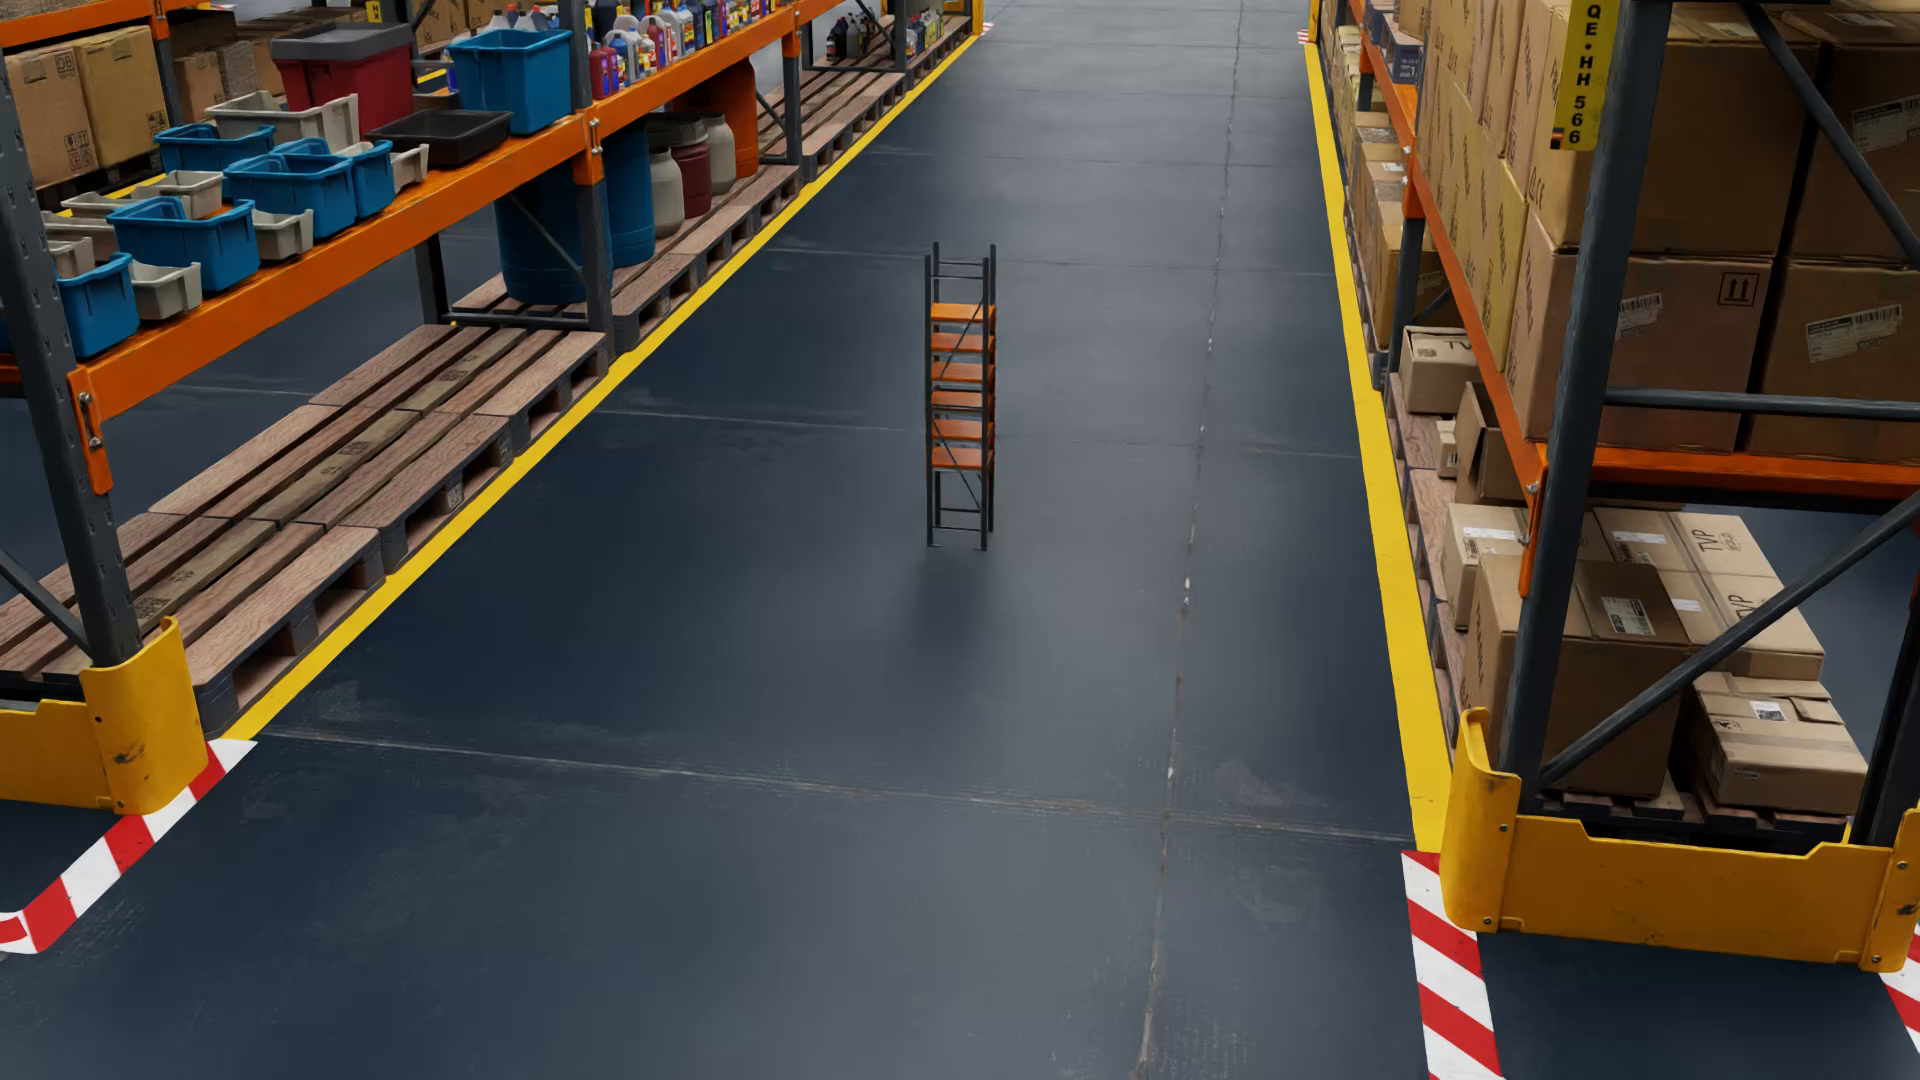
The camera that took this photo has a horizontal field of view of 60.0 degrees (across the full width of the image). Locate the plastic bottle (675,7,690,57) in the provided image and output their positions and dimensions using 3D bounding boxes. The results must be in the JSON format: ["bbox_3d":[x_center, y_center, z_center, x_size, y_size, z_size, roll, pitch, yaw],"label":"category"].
[{"bbox_3d":[-1.630,-2.963,9.694,0.097,0.271,0.097,0,25,0],"label":"plastic bottle"}]

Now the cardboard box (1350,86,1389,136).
[{"bbox_3d":[3.065,-3.086,11.892,0.500,0.311,0.500,5,25,10],"label":"cardboard box"}]

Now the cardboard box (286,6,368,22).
[{"bbox_3d":[-6.018,-4.824,15.948,0.700,0.500,0.500,2,25,4],"label":"cardboard box"}]

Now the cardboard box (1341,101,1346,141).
[{"bbox_3d":[3.234,-3.259,12.923,0.500,0.250,0.500,5,25,10],"label":"cardboard box"}]

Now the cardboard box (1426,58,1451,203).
[{"bbox_3d":[2.136,-1.615,6.544,0.500,0.500,0.500,4,25,9],"label":"cardboard box"}]

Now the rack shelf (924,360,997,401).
[{"bbox_3d":[0.002,-0.618,6.477,0.258,0.103,0.180,4,25,9],"label":"rack shelf"}]

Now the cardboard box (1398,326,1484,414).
[{"bbox_3d":[2.287,-0.799,7.572,0.500,0.311,0.500,4,25,9],"label":"cardboard box"}]

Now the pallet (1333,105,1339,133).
[{"bbox_3d":[3.794,-3.751,14.514,1.003,0.211,1.213,4,25,9],"label":"pallet"}]

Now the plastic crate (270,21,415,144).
[{"bbox_3d":[-2.711,-2.023,7.388,0.402,0.464,0.583,4,25,9],"label":"plastic crate"}]

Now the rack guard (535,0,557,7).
[{"bbox_3d":[-5.255,-6.521,20.092,1.175,0.500,0.348,4,25,9],"label":"rack guard"}]

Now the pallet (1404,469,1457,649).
[{"bbox_3d":[2.259,0.083,6.323,1.003,0.211,1.213,4,25,9],"label":"pallet"}]

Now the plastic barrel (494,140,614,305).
[{"bbox_3d":[-2.211,-1.789,9.014,0.600,0.901,0.708,4,25,9],"label":"plastic barrel"}]

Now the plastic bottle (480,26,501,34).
[{"bbox_3d":[-2.512,-2.607,8.928,0.152,0.276,0.135,4,25,9],"label":"plastic bottle"}]

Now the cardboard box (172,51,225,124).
[{"bbox_3d":[-6.460,-3.688,13.520,0.700,0.500,0.500,3,25,6],"label":"cardboard box"}]

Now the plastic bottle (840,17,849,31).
[{"bbox_3d":[-1.157,-5.038,16.581,0.144,0.351,0.185,3,25,6],"label":"plastic bottle"}]

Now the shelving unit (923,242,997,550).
[{"bbox_3d":[0.002,-0.549,6.509,0.258,1.200,0.189,4,25,9],"label":"shelving unit"}]

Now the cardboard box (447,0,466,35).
[{"bbox_3d":[-5.681,-5.740,17.928,0.500,0.500,0.500,2,25,4],"label":"cardboard box"}]

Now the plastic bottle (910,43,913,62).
[{"bbox_3d":[-0.509,-4.746,16.134,0.097,0.201,0.097,0,25,0],"label":"plastic bottle"}]

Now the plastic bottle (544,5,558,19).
[{"bbox_3d":[-2.370,-2.971,9.706,0.152,0.276,0.135,4,25,9],"label":"plastic bottle"}]

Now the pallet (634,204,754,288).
[{"bbox_3d":[-1.953,-1.892,10.543,1.003,0.211,1.213,4,25,9],"label":"pallet"}]

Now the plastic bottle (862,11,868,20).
[{"bbox_3d":[-1.016,-5.426,17.502,0.097,0.271,0.097,0,25,0],"label":"plastic bottle"}]

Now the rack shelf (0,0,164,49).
[{"bbox_3d":[-6.877,-3.177,10.848,1.077,0.370,4.000,4,25,9],"label":"rack shelf"}]

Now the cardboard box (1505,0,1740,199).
[{"bbox_3d":[1.798,-1.220,4.521,0.500,0.500,0.500,5,25,10],"label":"cardboard box"}]

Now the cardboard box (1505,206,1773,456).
[{"bbox_3d":[1.720,-0.557,4.284,0.500,0.500,0.500,5,26,10],"label":"cardboard box"}]

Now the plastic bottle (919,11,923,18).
[{"bbox_3d":[-0.397,-5.416,17.468,0.061,0.283,0.133,4,25,9],"label":"plastic bottle"}]

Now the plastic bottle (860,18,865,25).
[{"bbox_3d":[-0.999,-5.146,16.892,0.061,0.283,0.133,4,25,9],"label":"plastic bottle"}]

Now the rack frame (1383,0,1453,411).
[{"bbox_3d":[2.569,-1.978,7.439,1.000,3.000,0.127,4,25,9],"label":"rack frame"}]

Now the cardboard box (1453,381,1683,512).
[{"bbox_3d":[2.267,-0.261,6.195,0.797,0.503,0.637,4,25,9],"label":"cardboard box"}]

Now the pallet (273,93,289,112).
[{"bbox_3d":[-6.219,-3.912,14.858,1.003,0.211,1.213,4,25,9],"label":"pallet"}]

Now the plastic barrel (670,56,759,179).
[{"bbox_3d":[-1.727,-2.998,11.681,0.600,0.830,0.708,4,25,9],"label":"plastic barrel"}]

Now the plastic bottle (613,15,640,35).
[{"bbox_3d":[-1.864,-2.832,9.408,0.152,0.276,0.135,4,25,9],"label":"plastic bottle"}]

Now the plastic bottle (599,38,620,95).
[{"bbox_3d":[-1.815,-2.450,8.583,0.061,0.283,0.133,4,25,9],"label":"plastic bottle"}]

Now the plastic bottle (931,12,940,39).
[{"bbox_3d":[-0.292,-5.406,17.454,0.152,0.276,0.135,4,25,9],"label":"plastic bottle"}]

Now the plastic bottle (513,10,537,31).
[{"bbox_3d":[-2.348,-2.698,9.034,0.144,0.351,0.185,4,25,9],"label":"plastic bottle"}]

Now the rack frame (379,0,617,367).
[{"bbox_3d":[-2.317,-2.323,8.175,1.000,3.000,0.127,4,25,9],"label":"rack frame"}]

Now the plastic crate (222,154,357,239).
[{"bbox_3d":[-2.391,-1.233,5.972,0.416,0.233,0.300,4,25,9],"label":"plastic crate"}]

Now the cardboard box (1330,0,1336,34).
[{"bbox_3d":[3.908,-5.236,16.261,0.500,0.500,0.500,4,25,9],"label":"cardboard box"}]

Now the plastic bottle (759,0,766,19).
[{"bbox_3d":[-1.346,-3.648,11.143,0.061,0.283,0.133,4,25,9],"label":"plastic bottle"}]

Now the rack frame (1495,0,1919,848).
[{"bbox_3d":[1.915,-0.306,3.864,1.000,3.000,0.127,4,25,9],"label":"rack frame"}]

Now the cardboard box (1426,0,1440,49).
[{"bbox_3d":[2.214,-2.299,6.826,0.500,0.500,0.500,5,25,10],"label":"cardboard box"}]

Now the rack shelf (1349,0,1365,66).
[{"bbox_3d":[3.550,-4.162,12.952,1.077,0.370,4.000,4,25,9],"label":"rack shelf"}]

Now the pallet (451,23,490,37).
[{"bbox_3d":[-5.624,-5.544,18.346,1.003,0.211,1.213,4,25,9],"label":"pallet"}]

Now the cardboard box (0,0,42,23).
[{"bbox_3d":[-6.555,-3.736,11.074,0.500,0.500,0.500,3,25,7],"label":"cardboard box"}]

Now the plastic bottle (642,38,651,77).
[{"bbox_3d":[-1.744,-2.641,9.088,0.097,0.201,0.097,0,25,0],"label":"plastic bottle"}]

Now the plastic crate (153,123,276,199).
[{"bbox_3d":[-2.888,-1.478,6.497,0.416,0.233,0.300,4,25,9],"label":"plastic crate"}]

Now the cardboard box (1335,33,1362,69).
[{"bbox_3d":[3.476,-4.159,14.183,0.500,0.311,0.500,4,25,8],"label":"cardboard box"}]

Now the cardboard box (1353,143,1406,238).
[{"bbox_3d":[2.699,-2.119,10.169,0.500,0.500,0.500,4,25,8],"label":"cardboard box"}]

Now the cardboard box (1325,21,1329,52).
[{"bbox_3d":[3.976,-5.106,16.868,0.500,0.250,0.500,4,25,9],"label":"cardboard box"}]

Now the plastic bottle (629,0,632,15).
[{"bbox_3d":[-2.196,-3.538,10.909,0.061,0.283,0.133,4,25,9],"label":"plastic bottle"}]

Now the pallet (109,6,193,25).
[{"bbox_3d":[-10.173,-6.468,20.320,1.003,0.211,1.213,4,25,9],"label":"pallet"}]

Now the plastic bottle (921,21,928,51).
[{"bbox_3d":[-0.370,-5.092,16.776,0.061,0.283,0.133,5,26,11],"label":"plastic bottle"}]

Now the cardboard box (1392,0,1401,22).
[{"bbox_3d":[2.893,-3.246,9.534,0.700,0.500,0.500,9,27,18],"label":"cardboard box"}]

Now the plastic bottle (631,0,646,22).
[{"bbox_3d":[-2.115,-3.535,10.916,0.097,0.271,0.097,0,25,0],"label":"plastic bottle"}]

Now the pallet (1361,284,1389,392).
[{"bbox_3d":[2.665,-1.058,8.762,1.003,0.211,1.213,4,25,9],"label":"pallet"}]
